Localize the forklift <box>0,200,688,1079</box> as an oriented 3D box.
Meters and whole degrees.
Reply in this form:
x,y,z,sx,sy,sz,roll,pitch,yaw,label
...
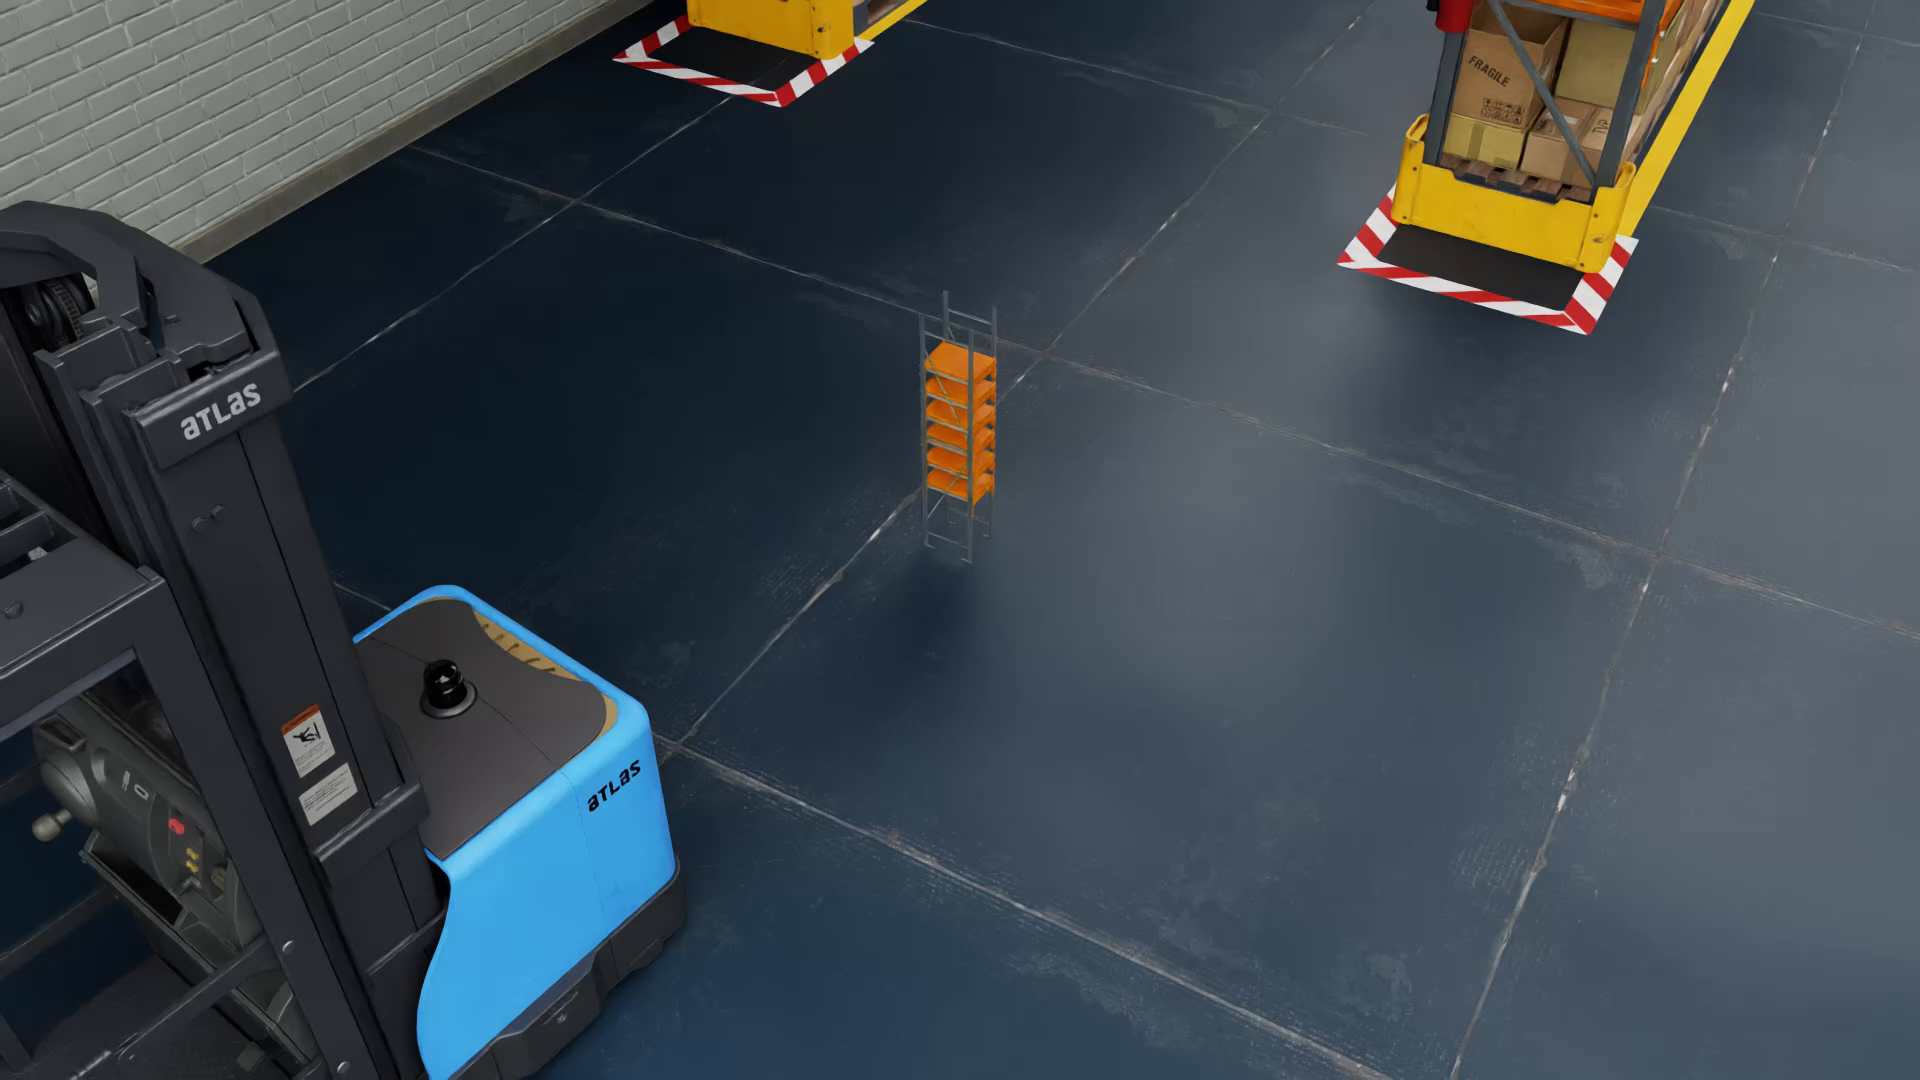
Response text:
x,y,z,sx,sy,sz,roll,pitch,yaw,label
-2.236,0.790,4.135,1.130,2.935,3.031,27,48,28,forklift

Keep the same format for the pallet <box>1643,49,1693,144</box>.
x,y,z,sx,sy,sz,roll,pitch,yaw,label
3.946,-2.937,10.425,1.003,0.211,1.213,21,45,22,pallet

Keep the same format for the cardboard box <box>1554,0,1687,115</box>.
x,y,z,sx,sy,sz,roll,pitch,yaw,label
3.698,-2.763,9.314,0.500,0.500,0.500,21,45,22,cardboard box

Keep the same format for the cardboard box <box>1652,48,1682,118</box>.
x,y,z,sx,sy,sz,roll,pitch,yaw,label
3.947,-2.768,9.887,0.500,0.250,0.500,21,45,22,cardboard box

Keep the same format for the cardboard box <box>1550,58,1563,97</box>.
x,y,z,sx,sy,sz,roll,pitch,yaw,label
3.240,-2.657,9.760,0.500,0.250,0.500,21,45,22,cardboard box

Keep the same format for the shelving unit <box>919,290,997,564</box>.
x,y,z,sx,sy,sz,roll,pitch,yaw,label
-0.007,-0.442,6.844,0.258,1.200,0.189,21,45,22,shelving unit

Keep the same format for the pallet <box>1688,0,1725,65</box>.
x,y,z,sx,sy,sz,roll,pitch,yaw,label
4.556,-3.637,11.221,1.003,0.211,1.213,21,45,22,pallet

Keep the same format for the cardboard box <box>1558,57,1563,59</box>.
x,y,z,sx,sy,sz,roll,pitch,yaw,label
3.489,-2.943,10.085,0.500,0.250,0.500,21,45,22,cardboard box

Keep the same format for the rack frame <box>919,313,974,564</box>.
x,y,z,sx,sy,sz,roll,pitch,yaw,label
-0.053,-0.390,6.785,0.240,1.200,0.006,21,45,22,rack frame

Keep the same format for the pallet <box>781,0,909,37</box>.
x,y,z,sx,sy,sz,roll,pitch,yaw,label
-0.827,-3.923,11.545,1.003,0.211,1.213,21,45,22,pallet

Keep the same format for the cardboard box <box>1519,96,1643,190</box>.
x,y,z,sx,sy,sz,roll,pitch,yaw,label
3.449,-2.195,9.236,0.500,0.250,0.500,21,45,22,cardboard box

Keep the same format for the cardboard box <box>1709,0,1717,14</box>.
x,y,z,sx,sy,sz,roll,pitch,yaw,label
4.688,-3.630,10.865,0.500,0.250,0.500,21,45,22,cardboard box

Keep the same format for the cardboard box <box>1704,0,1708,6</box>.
x,y,z,sx,sy,sz,roll,pitch,yaw,label
4.440,-3.625,10.292,0.500,0.500,0.500,21,45,22,cardboard box

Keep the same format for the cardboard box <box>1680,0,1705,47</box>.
x,y,z,sx,sy,sz,roll,pitch,yaw,label
4.202,-3.334,9.962,0.500,0.500,0.500,21,45,22,cardboard box

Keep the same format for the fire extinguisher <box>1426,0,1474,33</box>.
x,y,z,sx,sy,sz,roll,pitch,yaw,label
2.527,-2.893,8.324,0.296,0.674,0.183,21,45,22,fire extinguisher

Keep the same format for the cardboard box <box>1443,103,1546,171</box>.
x,y,z,sx,sy,sz,roll,pitch,yaw,label
3.001,-2.366,9.430,0.500,0.250,0.500,21,45,22,cardboard box

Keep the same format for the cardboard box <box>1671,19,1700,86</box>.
x,y,z,sx,sy,sz,roll,pitch,yaw,label
4.201,-3.053,10.210,0.500,0.250,0.500,21,45,22,cardboard box

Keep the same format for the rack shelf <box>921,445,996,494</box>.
x,y,z,sx,sy,sz,roll,pitch,yaw,label
-0.007,-0.319,6.953,0.258,0.103,0.180,21,45,22,rack shelf

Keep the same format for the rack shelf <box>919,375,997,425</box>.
x,y,z,sx,sy,sz,roll,pitch,yaw,label
-0.007,-0.589,6.715,0.258,0.103,0.180,21,45,22,rack shelf

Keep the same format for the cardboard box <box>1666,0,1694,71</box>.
x,y,z,sx,sy,sz,roll,pitch,yaw,label
3.937,-3.054,9.643,0.500,0.500,0.500,21,45,22,cardboard box

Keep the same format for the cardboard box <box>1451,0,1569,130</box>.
x,y,z,sx,sy,sz,roll,pitch,yaw,label
2.999,-2.649,9.183,0.500,0.500,0.500,21,45,22,cardboard box

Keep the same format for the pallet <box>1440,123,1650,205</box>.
x,y,z,sx,sy,sz,roll,pitch,yaw,label
3.335,-2.241,9.635,1.003,0.211,1.213,21,45,22,pallet

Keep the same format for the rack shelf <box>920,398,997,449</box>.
x,y,z,sx,sy,sz,roll,pitch,yaw,label
-0.007,-0.499,6.794,0.258,0.103,0.180,21,45,22,rack shelf

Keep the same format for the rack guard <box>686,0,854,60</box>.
x,y,z,sx,sy,sz,roll,pitch,yaw,label
-1.265,-3.578,10.934,1.175,0.500,0.348,21,45,22,rack guard

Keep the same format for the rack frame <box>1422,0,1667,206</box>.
x,y,z,sx,sy,sz,roll,pitch,yaw,label
2.988,-2.836,8.201,1.000,3.000,0.127,21,45,22,rack frame

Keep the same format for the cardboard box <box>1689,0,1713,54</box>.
x,y,z,sx,sy,sz,roll,pitch,yaw,label
4.451,-3.339,10.535,0.500,0.250,0.500,21,45,22,cardboard box

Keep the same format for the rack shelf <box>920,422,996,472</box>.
x,y,z,sx,sy,sz,roll,pitch,yaw,label
-0.007,-0.409,6.873,0.258,0.103,0.180,21,45,22,rack shelf

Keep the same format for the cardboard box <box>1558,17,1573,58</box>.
x,y,z,sx,sy,sz,roll,pitch,yaw,label
3.487,-3.226,9.839,0.500,0.500,0.500,21,45,22,cardboard box

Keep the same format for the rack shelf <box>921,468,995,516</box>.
x,y,z,sx,sy,sz,roll,pitch,yaw,label
-0.007,-0.229,7.032,0.258,0.103,0.180,21,45,22,rack shelf

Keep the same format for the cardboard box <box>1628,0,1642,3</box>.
x,y,z,sx,sy,sz,roll,pitch,yaw,label
3.233,-3.137,8.467,0.700,0.500,0.500,21,45,22,cardboard box

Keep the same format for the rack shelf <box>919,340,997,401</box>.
x,y,z,sx,sy,sz,roll,pitch,yaw,label
-0.007,-0.679,6.635,0.258,0.103,0.180,21,45,22,rack shelf

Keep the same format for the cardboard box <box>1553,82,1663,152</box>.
x,y,z,sx,sy,sz,roll,pitch,yaw,label
3.696,-2.483,9.562,0.500,0.250,0.500,21,45,22,cardboard box

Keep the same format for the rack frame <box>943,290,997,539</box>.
x,y,z,sx,sy,sz,roll,pitch,yaw,label
0.039,-0.494,6.904,0.240,1.200,0.006,21,45,22,rack frame

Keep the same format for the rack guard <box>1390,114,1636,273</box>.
x,y,z,sx,sy,sz,roll,pitch,yaw,label
2.976,-1.884,9.012,1.175,0.500,0.348,21,45,22,rack guard

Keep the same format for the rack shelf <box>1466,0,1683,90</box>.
x,y,z,sx,sy,sz,roll,pitch,yaw,label
3.989,-3.711,9.738,1.077,0.370,4.000,21,45,22,rack shelf
